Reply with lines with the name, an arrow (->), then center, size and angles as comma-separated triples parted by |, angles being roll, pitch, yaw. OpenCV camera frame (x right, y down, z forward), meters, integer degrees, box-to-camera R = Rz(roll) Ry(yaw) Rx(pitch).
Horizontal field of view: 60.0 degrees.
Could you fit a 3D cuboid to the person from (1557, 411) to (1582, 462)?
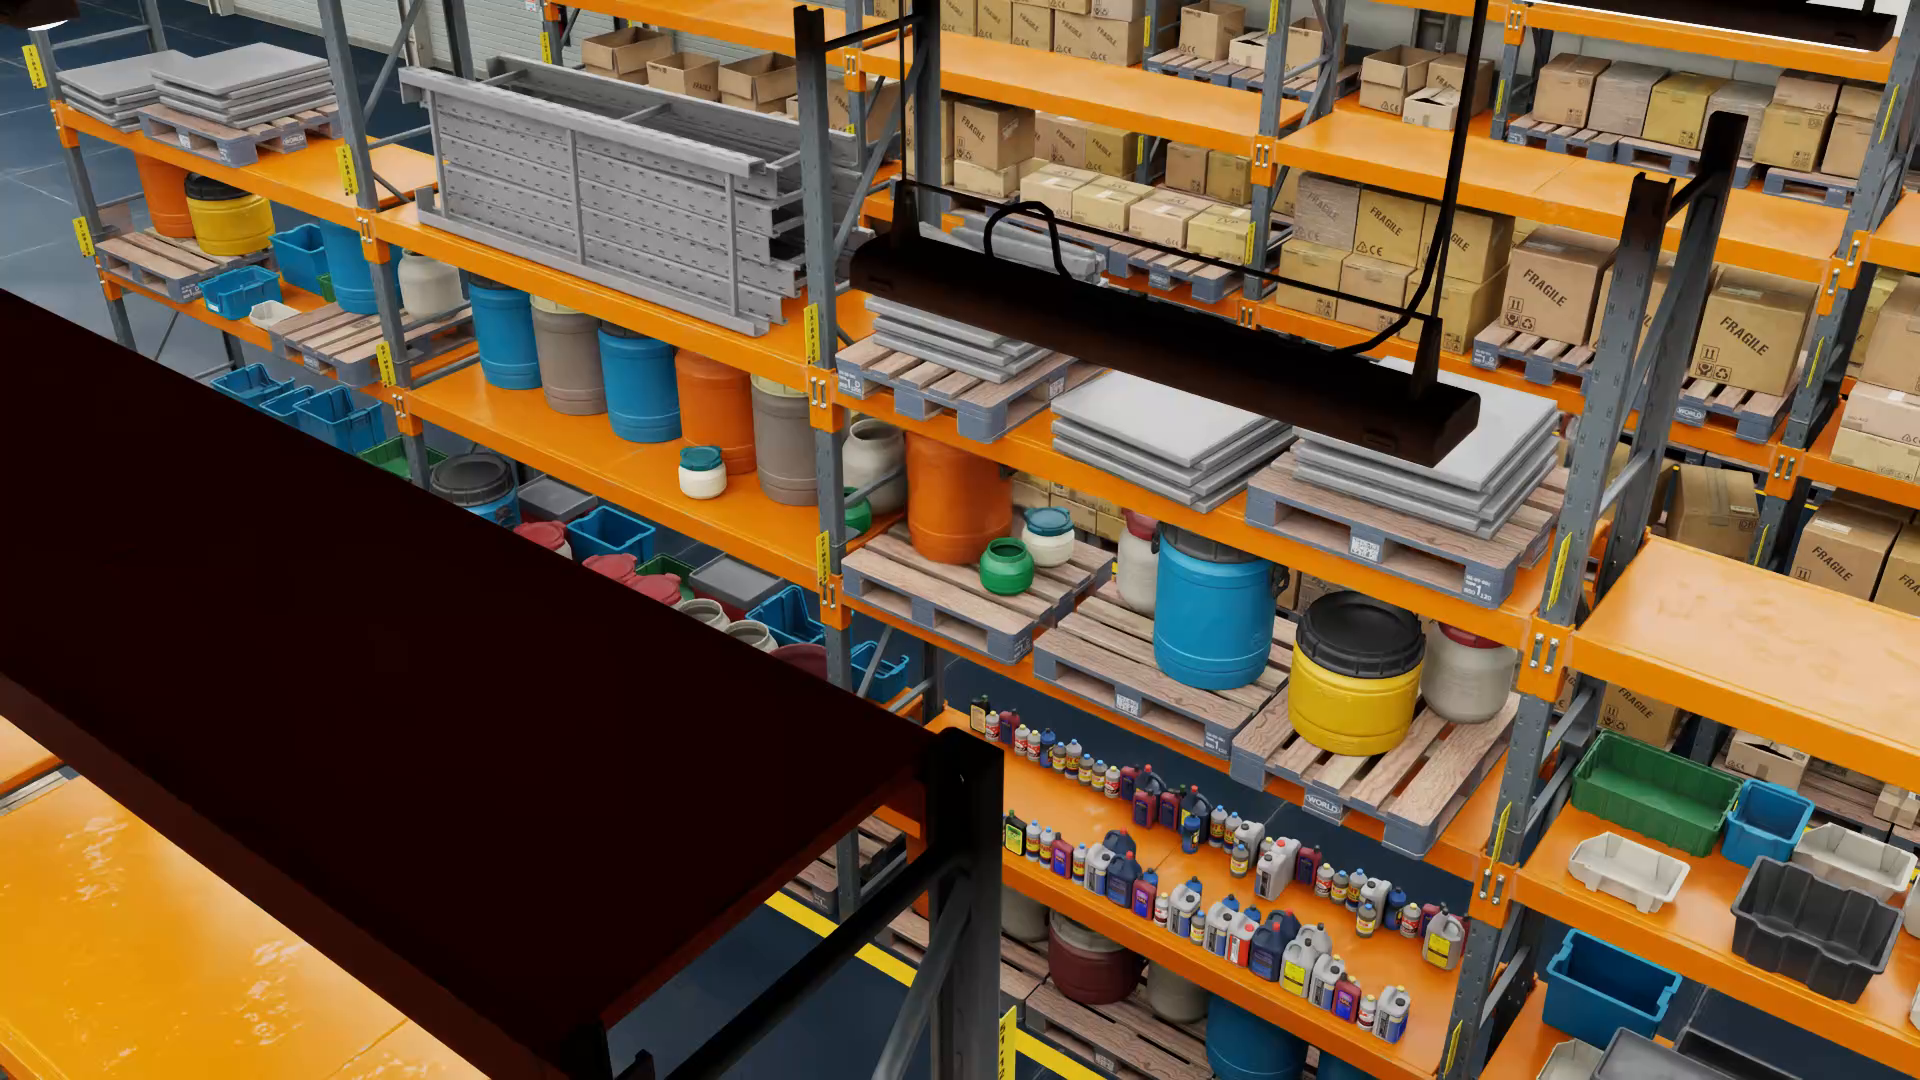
person -> 5.728, -0.946, 15.123 | 0.560, 1.760, 0.539 | -21, 37, -30
